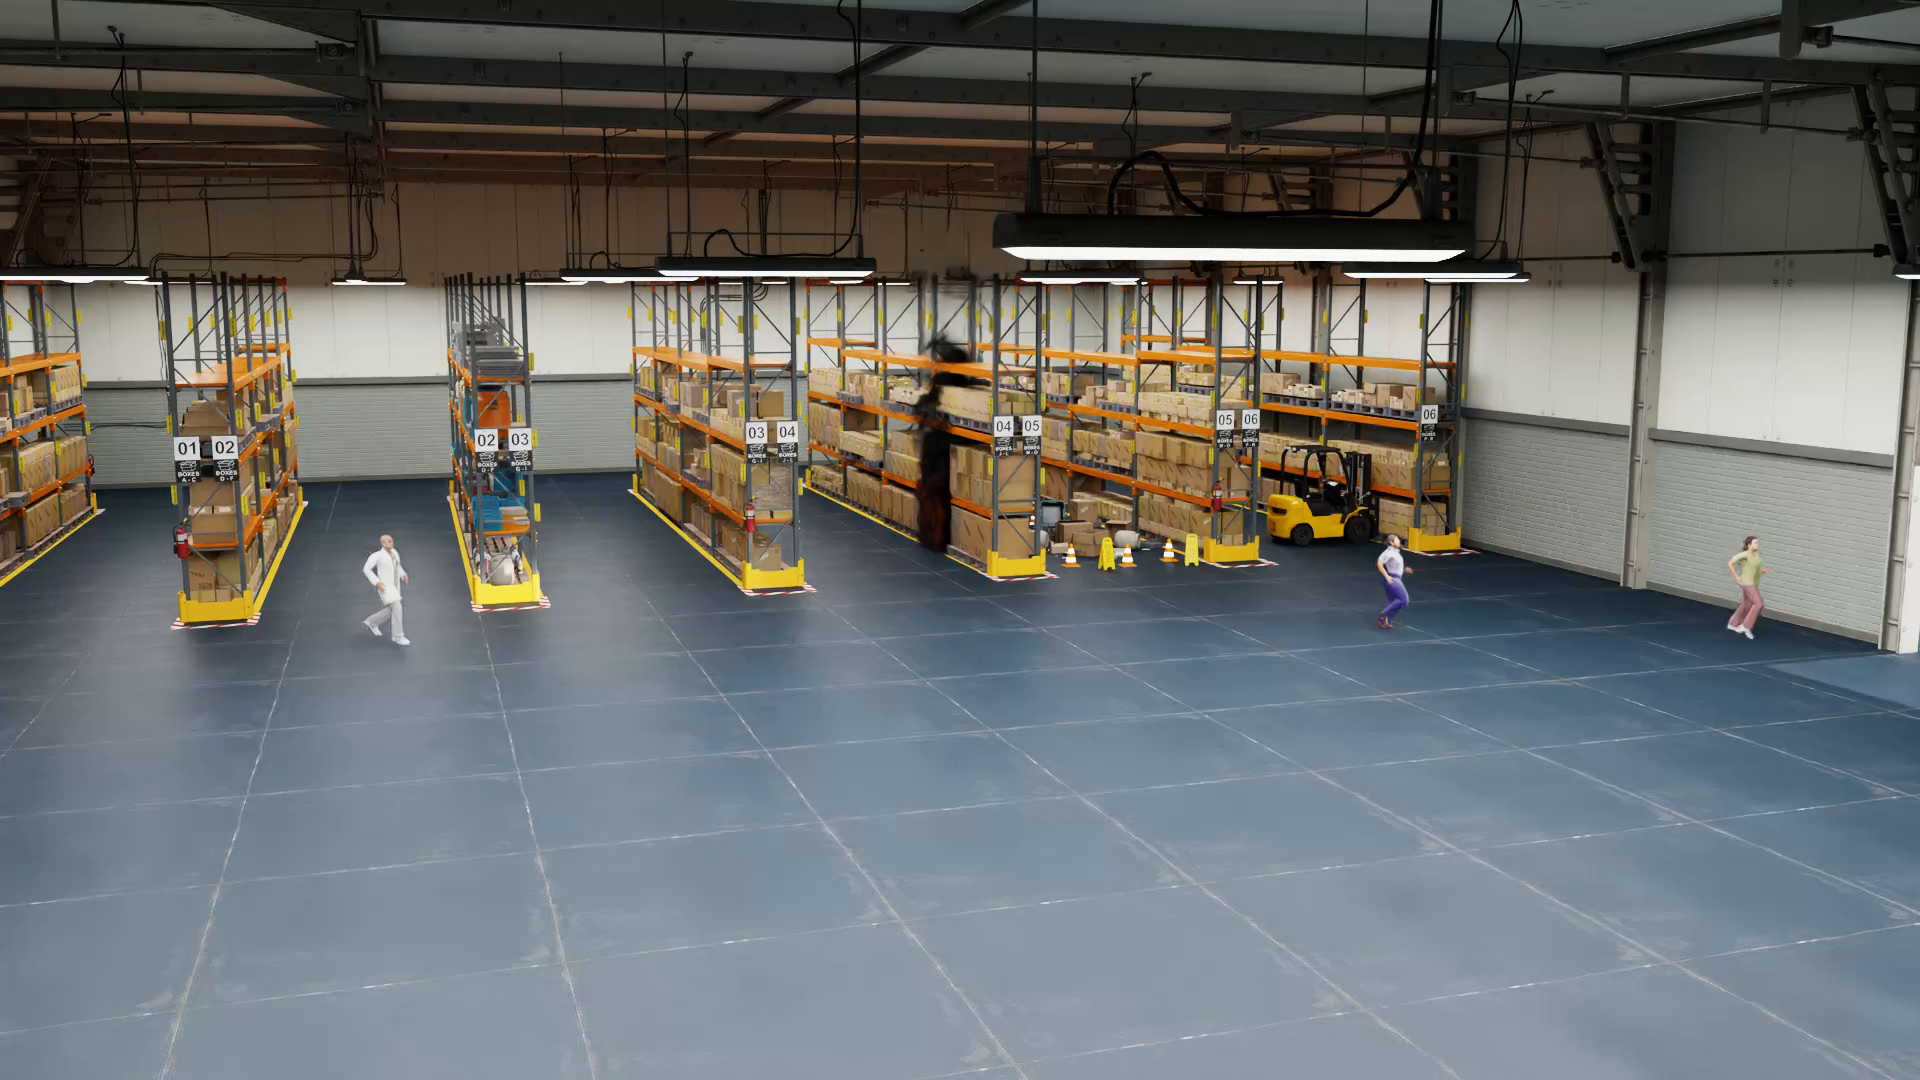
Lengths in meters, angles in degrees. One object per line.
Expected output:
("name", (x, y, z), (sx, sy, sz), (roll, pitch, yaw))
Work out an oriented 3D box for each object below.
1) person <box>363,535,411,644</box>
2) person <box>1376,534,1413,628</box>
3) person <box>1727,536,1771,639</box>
("person", (-9.356, 0.803, 27.057), (0.912, 1.793, 0.723), (2, 9, 15))
("person", (7.338, 0.711, 28.070), (0.583, 1.597, 0.592), (3, 9, 20))
("person", (13.027, 0.774, 27.448), (0.545, 1.700, 0.697), (-6, 11, -36))
